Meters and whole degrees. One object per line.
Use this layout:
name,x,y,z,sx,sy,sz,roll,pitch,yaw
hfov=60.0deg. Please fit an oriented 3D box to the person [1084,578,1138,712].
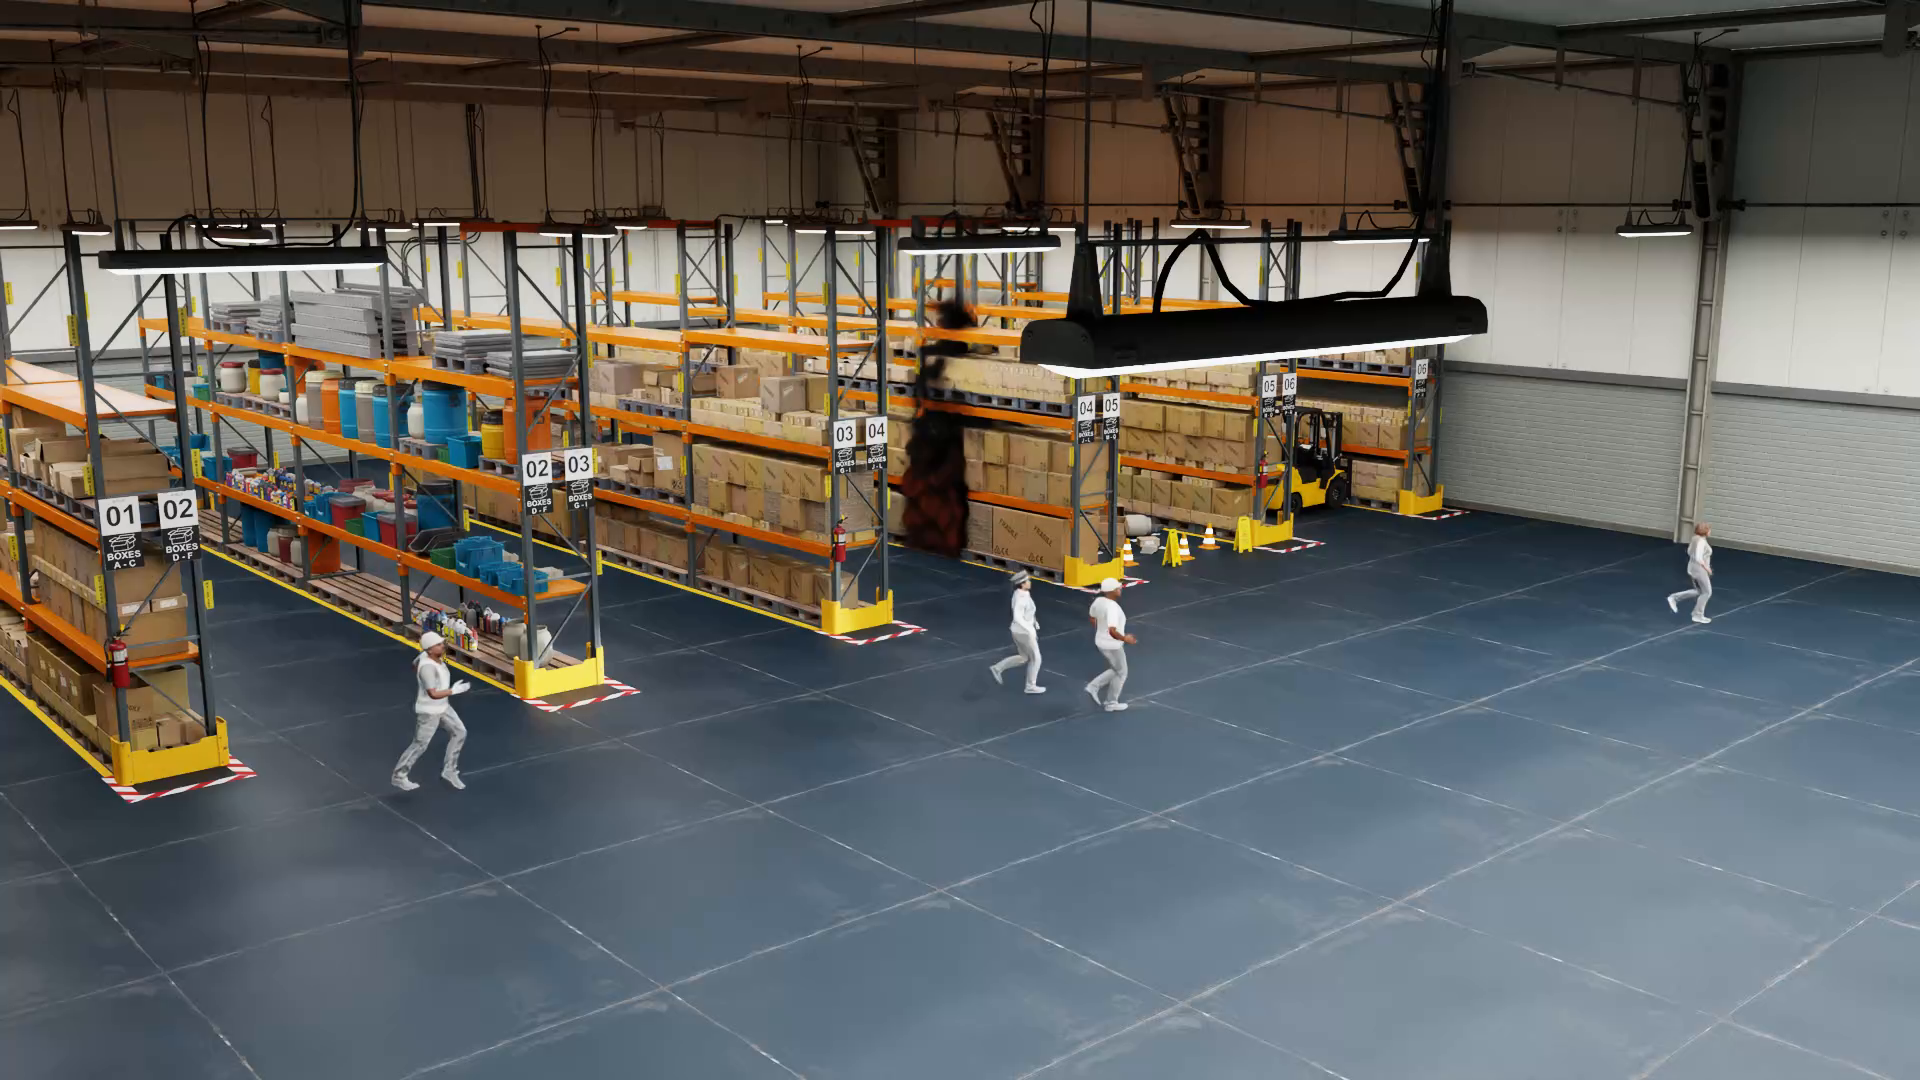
person,1.883,1.320,20.981,0.588,1.727,0.726,-3,12,-15

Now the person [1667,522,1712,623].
person,11.252,0.495,25.520,0.641,1.564,0.562,1,11,6

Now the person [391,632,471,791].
person,-5.752,1.878,18.096,0.906,1.827,0.694,-1,11,-5

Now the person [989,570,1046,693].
person,0.763,1.199,21.713,0.738,1.653,0.655,-1,12,-7

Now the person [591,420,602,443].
person,-8.214,-1.917,37.320,0.542,1.583,0.857,-10,15,-41
